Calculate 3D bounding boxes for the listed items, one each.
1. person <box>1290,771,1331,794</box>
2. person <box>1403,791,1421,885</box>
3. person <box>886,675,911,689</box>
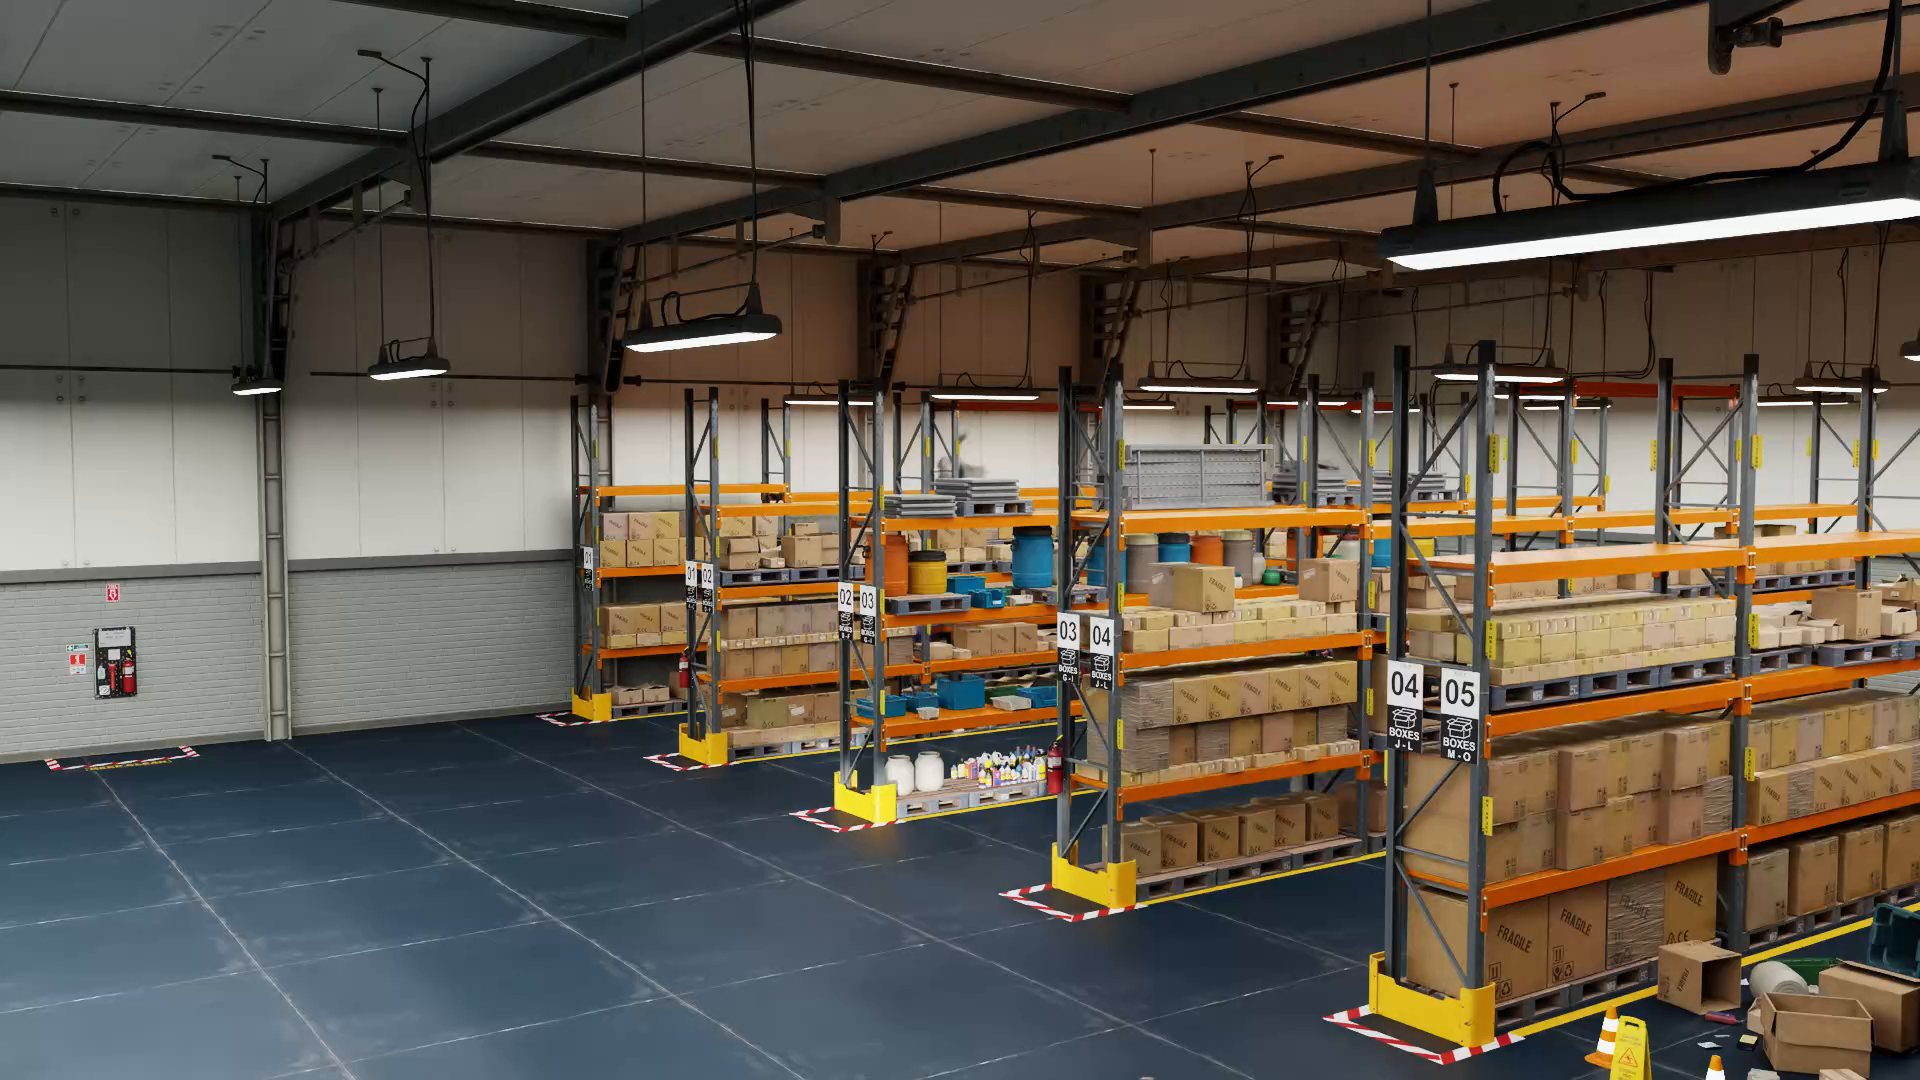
[{"bbox_3d":[4.972,2.902,23.806,0.813,1.689,0.590,-3,4,-38],"label":"person"},{"bbox_3d":[5.049,3.273,18.041,0.640,1.644,0.629,-3,5,-42],"label":"person"},{"bbox_3d":[-1.179,2.360,31.381,0.905,1.634,0.579,-3,4,-38],"label":"person"}]
